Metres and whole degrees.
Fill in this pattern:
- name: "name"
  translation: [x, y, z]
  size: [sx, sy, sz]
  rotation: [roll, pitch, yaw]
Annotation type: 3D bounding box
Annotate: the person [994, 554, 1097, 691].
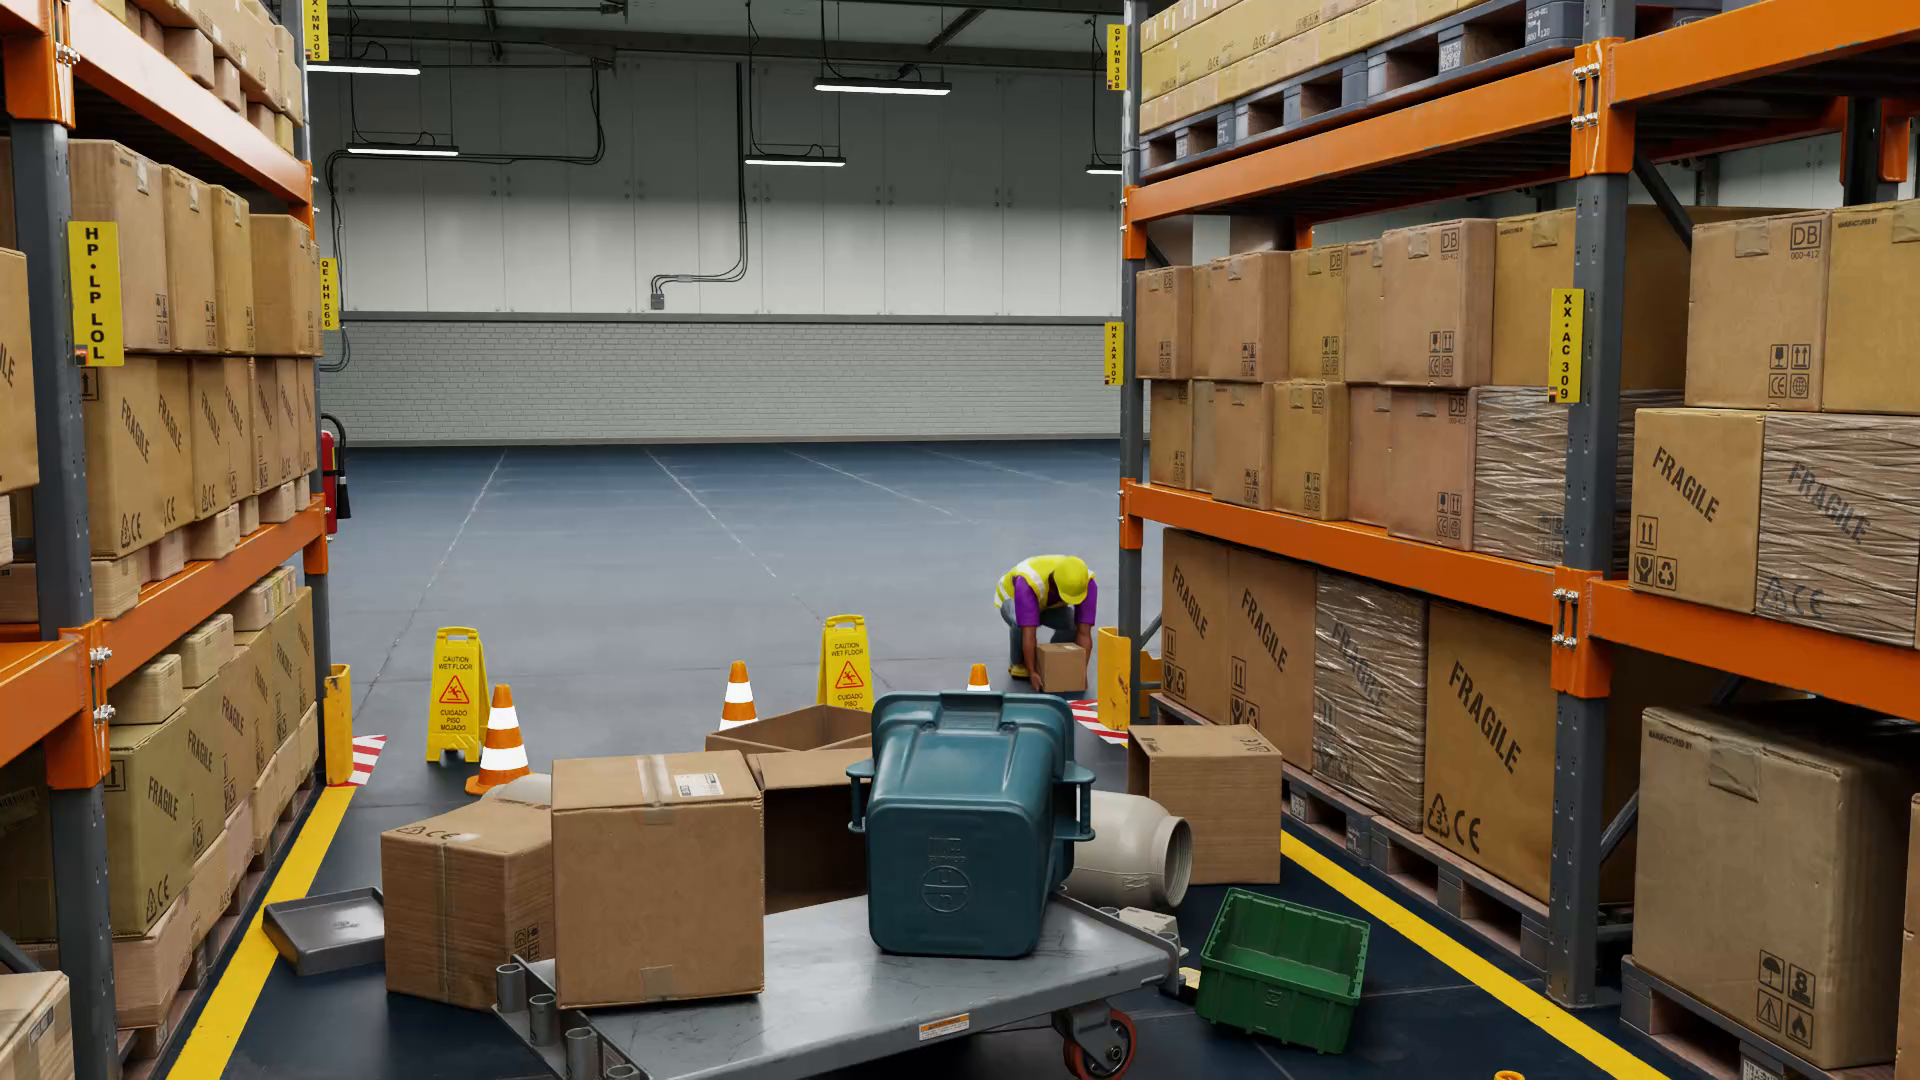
- name: "person"
  translation: [0.547, 0.486, 10.155]
  size: [0.531, 0.863, 0.943]
  rotation: [-2, 6, -15]
